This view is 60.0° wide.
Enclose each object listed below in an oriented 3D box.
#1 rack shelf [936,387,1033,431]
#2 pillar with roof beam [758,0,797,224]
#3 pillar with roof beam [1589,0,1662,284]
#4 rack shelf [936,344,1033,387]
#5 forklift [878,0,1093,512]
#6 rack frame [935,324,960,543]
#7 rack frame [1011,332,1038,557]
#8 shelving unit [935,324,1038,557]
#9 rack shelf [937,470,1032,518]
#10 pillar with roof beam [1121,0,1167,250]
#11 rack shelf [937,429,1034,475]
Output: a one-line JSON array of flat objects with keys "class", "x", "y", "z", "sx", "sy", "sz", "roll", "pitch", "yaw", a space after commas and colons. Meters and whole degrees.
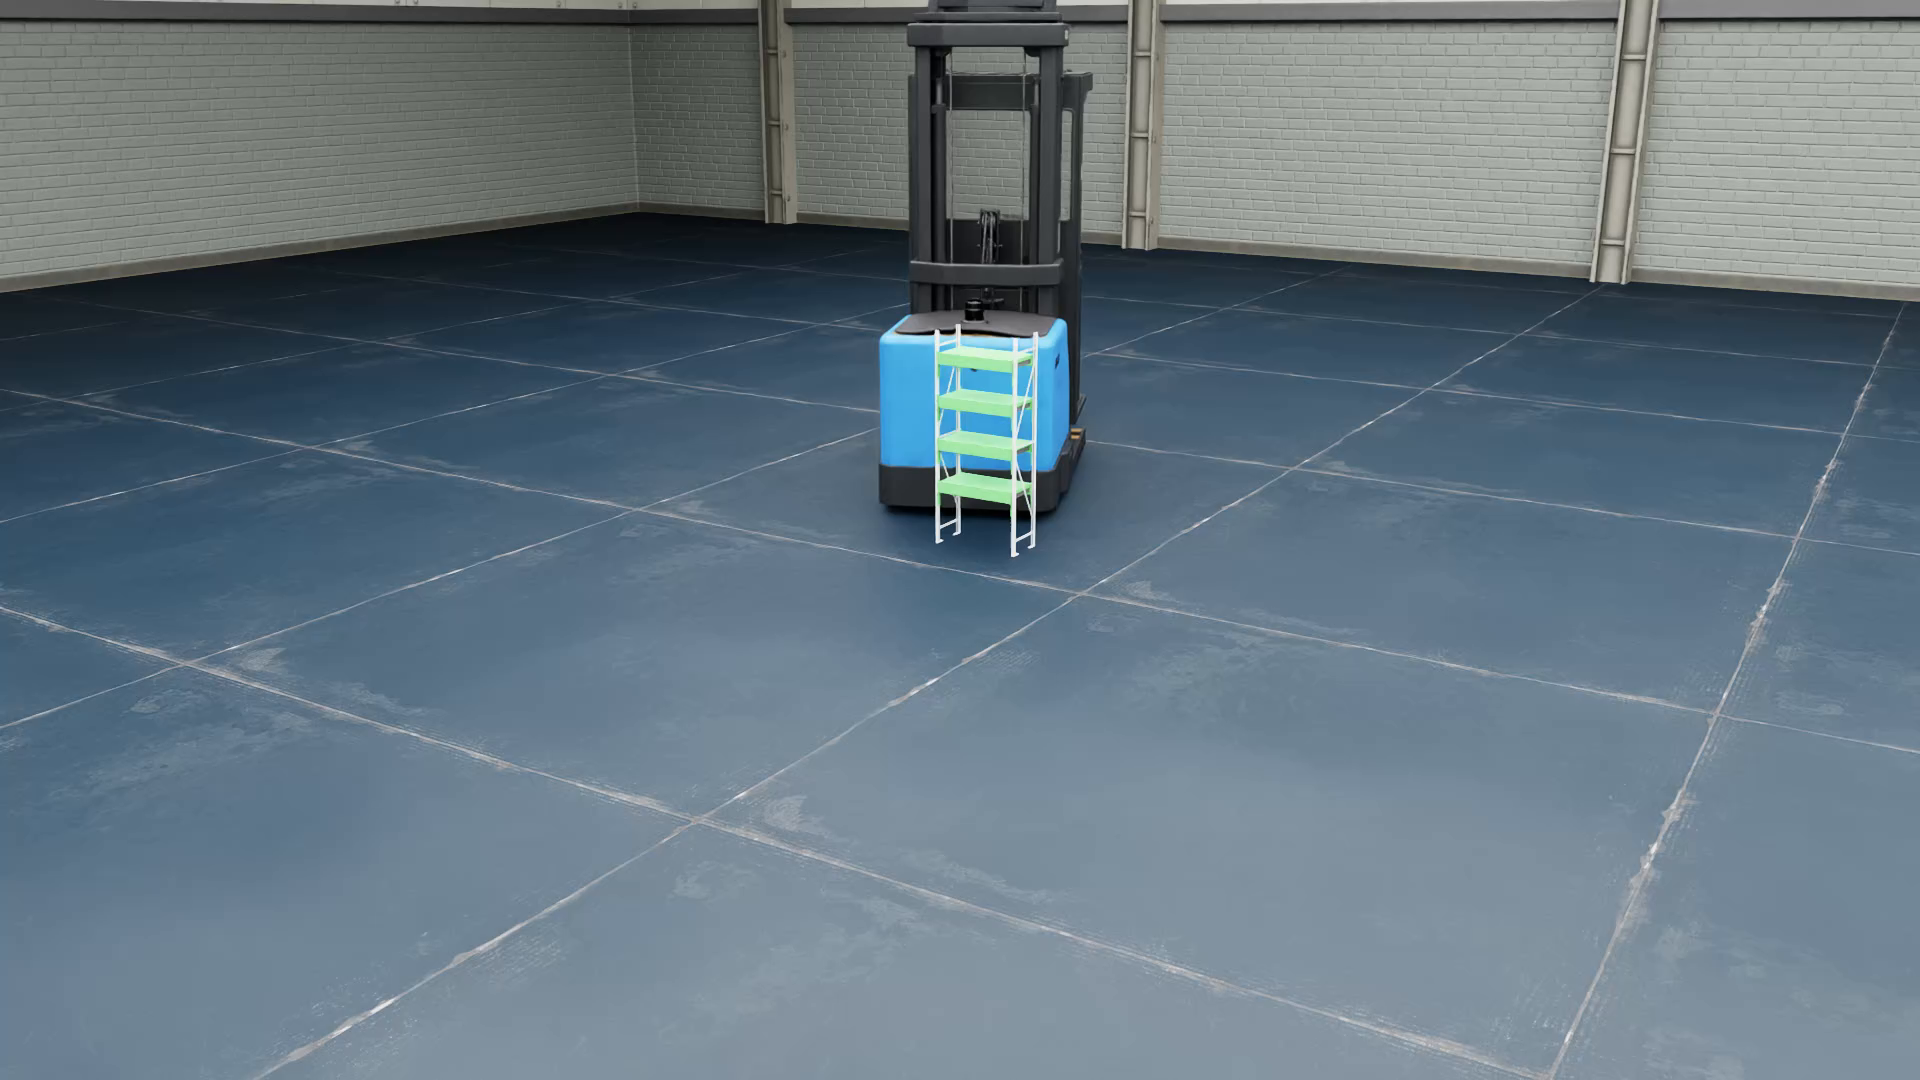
[{"class": "rack shelf", "x": 0.141, "y": -0.717, "z": 9.073, "sx": 0.480, "sy": 0.148, "sz": 0.258, "roll": 10, "pitch": 20, "yaw": 30}, {"class": "pillar with roof beam", "x": -4.963, "y": -8.055, "z": 20.415, "sx": 0.400, "sy": 9.000, "sz": 9.100, "roll": 10, "pitch": 20, "yaw": 30}, {"class": "pillar with roof beam", "x": 5.263, "y": -6.229, "z": 14.406, "sx": 0.400, "sy": 9.000, "sz": 9.100, "roll": 10, "pitch": 20, "yaw": 30}, {"class": "rack shelf", "x": 0.141, "y": -0.947, "z": 9.003, "sx": 0.480, "sy": 0.148, "sz": 0.258, "roll": 10, "pitch": 20, "yaw": 30}, {"class": "forklift", "x": 0.259, "y": -1.951, "z": 10.762, "sx": 1.130, "sy": 2.935, "sz": 3.031, "roll": 3, "pitch": 17, "yaw": 9}, {"class": "rack frame", "x": -0.067, "y": -0.586, "z": 9.246, "sx": 0.015, "sy": 1.200, "sz": 0.240, "roll": 10, "pitch": 20, "yaw": 30}, {"class": "rack frame", "x": 0.349, "y": -0.512, "z": 9.002, "sx": 0.015, "sy": 1.200, "sz": 0.240, "roll": 10, "pitch": 20, "yaw": 30}, {"class": "shelving unit", "x": 0.141, "y": -0.549, "z": 9.124, "sx": 0.503, "sy": 1.200, "sz": 0.258, "roll": 10, "pitch": 20, "yaw": 30}, {"class": "rack shelf", "x": 0.141, "y": -0.258, "z": 9.212, "sx": 0.480, "sy": 0.148, "sz": 0.258, "roll": 10, "pitch": 20, "yaw": 30}, {"class": "pillar with roof beam", "x": 0.150, "y": -7.142, "z": 17.410, "sx": 0.400, "sy": 9.000, "sz": 9.100, "roll": 10, "pitch": 20, "yaw": 30}, {"class": "rack shelf", "x": 0.141, "y": -0.488, "z": 9.142, "sx": 0.480, "sy": 0.148, "sz": 0.258, "roll": 10, "pitch": 20, "yaw": 30}]
